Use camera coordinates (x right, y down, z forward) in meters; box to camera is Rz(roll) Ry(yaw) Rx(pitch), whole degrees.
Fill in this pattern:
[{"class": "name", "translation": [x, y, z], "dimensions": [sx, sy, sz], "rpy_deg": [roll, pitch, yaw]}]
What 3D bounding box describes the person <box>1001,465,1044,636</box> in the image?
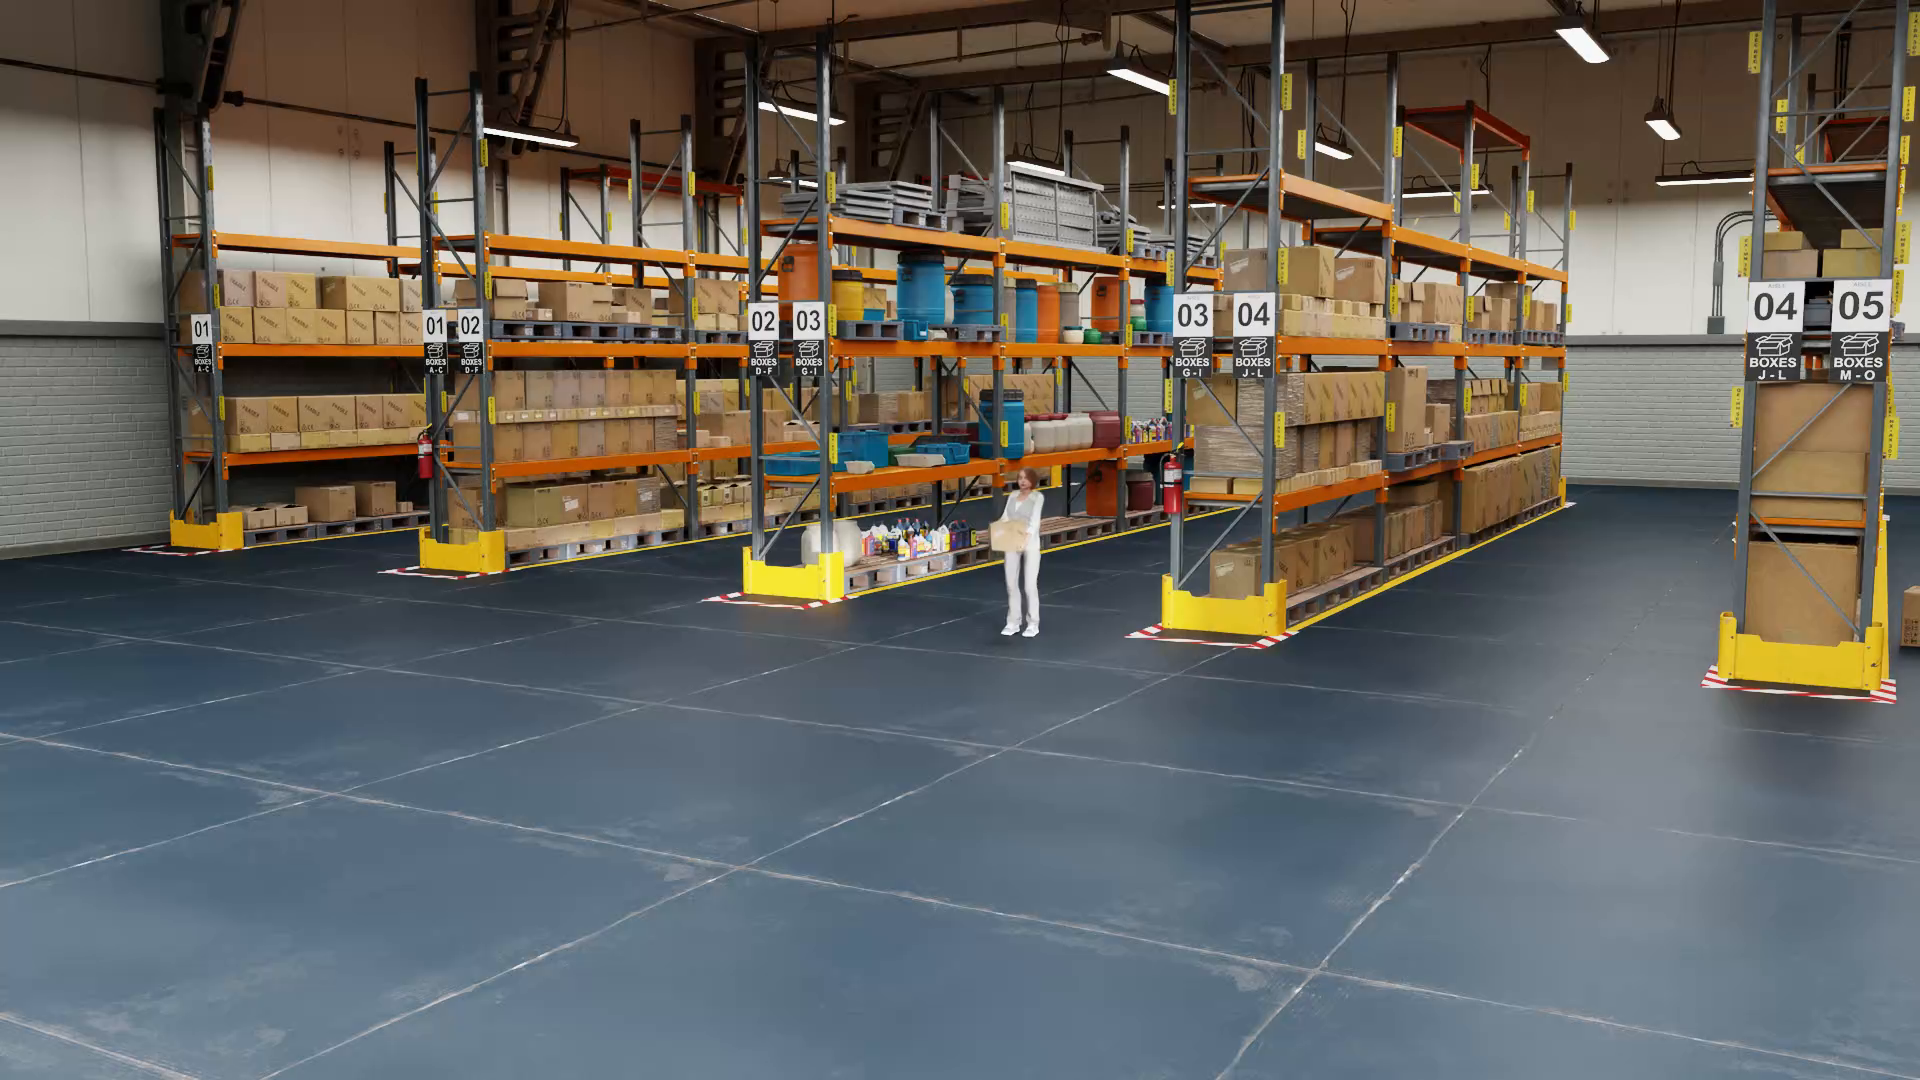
[{"class": "person", "translation": [0.556, 0.107, 15.576], "dimensions": [0.425, 1.592, 0.489], "rpy_deg": [3, 7, 28]}]
